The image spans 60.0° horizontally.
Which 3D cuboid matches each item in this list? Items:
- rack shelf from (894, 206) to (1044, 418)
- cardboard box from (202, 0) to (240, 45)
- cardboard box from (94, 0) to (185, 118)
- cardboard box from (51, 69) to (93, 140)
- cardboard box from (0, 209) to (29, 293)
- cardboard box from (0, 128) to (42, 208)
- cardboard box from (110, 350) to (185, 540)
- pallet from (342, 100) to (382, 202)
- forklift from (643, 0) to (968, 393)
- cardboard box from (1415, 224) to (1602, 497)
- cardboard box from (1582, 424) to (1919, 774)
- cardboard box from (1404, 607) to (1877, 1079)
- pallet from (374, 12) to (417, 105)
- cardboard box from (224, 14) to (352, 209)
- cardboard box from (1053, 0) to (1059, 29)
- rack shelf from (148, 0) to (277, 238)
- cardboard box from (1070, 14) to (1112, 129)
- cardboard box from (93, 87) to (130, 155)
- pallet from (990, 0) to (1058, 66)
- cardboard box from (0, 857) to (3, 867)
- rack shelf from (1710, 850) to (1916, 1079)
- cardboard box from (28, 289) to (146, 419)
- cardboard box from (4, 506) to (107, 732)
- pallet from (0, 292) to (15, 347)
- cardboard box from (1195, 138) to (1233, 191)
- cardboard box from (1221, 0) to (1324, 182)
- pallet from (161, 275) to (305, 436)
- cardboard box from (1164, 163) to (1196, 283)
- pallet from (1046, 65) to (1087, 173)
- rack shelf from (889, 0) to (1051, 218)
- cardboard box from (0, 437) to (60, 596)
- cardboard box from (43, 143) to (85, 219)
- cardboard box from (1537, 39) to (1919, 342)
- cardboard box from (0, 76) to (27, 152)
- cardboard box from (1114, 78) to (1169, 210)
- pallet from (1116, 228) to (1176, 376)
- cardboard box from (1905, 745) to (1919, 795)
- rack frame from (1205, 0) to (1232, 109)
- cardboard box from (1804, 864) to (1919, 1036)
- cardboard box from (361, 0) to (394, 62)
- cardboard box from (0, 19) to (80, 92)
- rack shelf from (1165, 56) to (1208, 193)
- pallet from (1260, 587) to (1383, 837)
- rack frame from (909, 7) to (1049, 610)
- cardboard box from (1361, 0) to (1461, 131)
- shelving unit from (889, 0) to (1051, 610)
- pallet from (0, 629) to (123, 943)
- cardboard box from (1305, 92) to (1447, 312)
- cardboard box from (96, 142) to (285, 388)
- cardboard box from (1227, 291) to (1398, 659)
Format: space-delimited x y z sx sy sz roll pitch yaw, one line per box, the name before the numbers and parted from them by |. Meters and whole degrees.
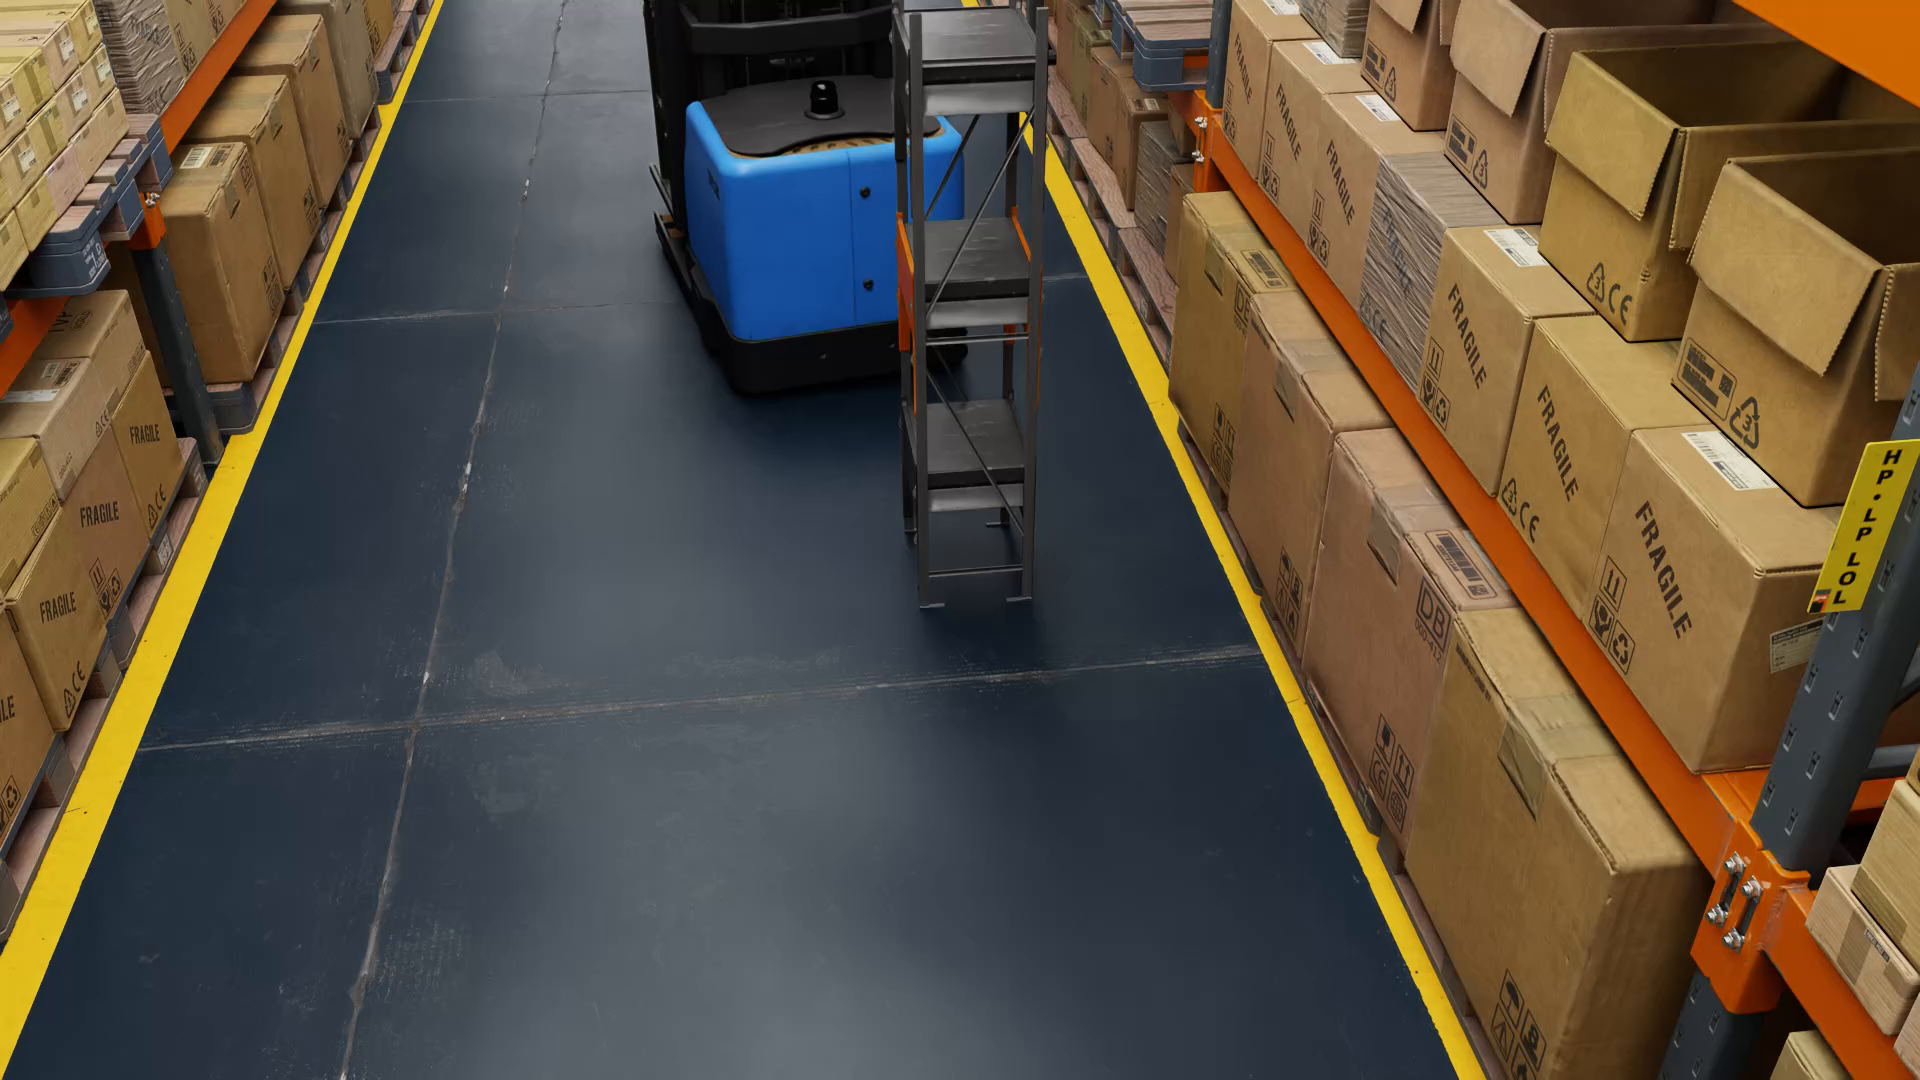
rack shelf | 0.022 -0.764 5.531 0.431 0.518 0.480 -4 35 -6
cardboard box | -3.416 -2.408 7.032 0.500 0.500 0.500 -4 35 -6
cardboard box | -3.277 -1.843 6.203 0.500 0.500 0.500 -4 34 -6
cardboard box | -2.929 -1.334 5.130 0.380 0.149 0.250 -3 34 -5
cardboard box | -2.828 -0.789 4.594 0.380 0.149 0.250 -6 35 -8
cardboard box | -2.858 -1.047 4.709 0.380 0.149 0.250 -4 35 -6
cardboard box | -3.137 -0.324 5.909 0.500 0.500 0.500 -5 35 -7
pallet | -3.844 -2.186 9.270 1.003 0.211 1.213 -4 35 -6
forklift | -0.909 -2.660 7.551 1.130 2.935 3.031 -11 36 -15
cardboard box | 1.512 -0.468 4.184 0.500 0.500 0.500 -5 35 -7
cardboard box | 1.649 0.100 3.351 0.500 0.500 0.500 -4 35 -6
cardboard box | 1.876 0.731 4.028 1.225 0.875 0.875 -4 35 -6
pallet | -4.047 -3.041 10.525 1.003 0.211 1.213 -4 35 -6
cardboard box | -3.724 -2.129 8.335 1.050 0.750 0.750 -4 35 -6
cardboard box | 0.892 -3.449 10.495 0.500 0.500 0.500 -5 35 -8
rack shelf | -3.753 -2.350 7.673 1.077 0.370 4.000 -4 35 -6
cardboard box | 1.013 -2.620 9.259 0.700 0.500 0.500 -5 35 -7
cardboard box | -2.963 -1.360 5.433 0.380 0.149 0.250 -4 34 -6
pallet | 0.781 -3.302 10.908 1.003 0.211 1.213 -4 35 -6
cardboard box | -2.856 0.833 4.211 0.500 0.500 0.500 -3 34 -4
rack shelf | 2.251 1.795 1.591 1.077 0.370 4.000 -4 35 -6
cardboard box | -3.133 -0.620 5.677 0.500 0.250 0.500 -5 35 -8
cardboard box | -2.984 0.260 5.052 0.500 0.500 0.500 -6 35 -9
pallet | -3.178 -0.350 4.271 1.003 0.211 1.213 -4 35 -6
cardboard box | 1.324 -1.681 7.216 0.500 0.250 0.500 -3 34 -4
cardboard box | 1.240 -1.600 5.845 0.500 0.500 0.500 -3 34 -5
pallet | -3.516 -0.824 7.272 1.003 0.211 1.213 -4 35 -6
cardboard box | 1.334 -1.372 7.428 0.700 0.500 0.500 -6 35 -9
pallet | 1.012 -2.496 9.725 1.003 0.211 1.213 -4 35 -6
rack shelf | 0.022 -1.342 5.137 0.431 0.518 0.480 -4 35 -6
cardboard box | -3.001 -0.054 4.847 0.500 0.250 0.500 -4 34 -5
cardboard box | -2.896 -1.078 5.019 0.380 0.149 0.250 -4 34 -6
cardboard box | 1.807 -0.814 3.801 0.797 0.503 0.637 -4 34 -6
cardboard box | -2.858 -1.173 4.629 0.380 0.149 0.250 -3 34 -5
cardboard box | 1.164 -1.996 8.344 0.700 0.500 0.500 -2 34 -2
pallet | 1.340 -1.134 7.727 1.003 0.211 1.213 -4 35 -6
cardboard box | 1.793 0.298 2.353 0.500 0.500 0.500 -4 35 -6
rack frame | 1.444 -1.850 6.302 1.000 3.000 0.127 -4 35 -6
cardboard box | 1.692 0.676 2.818 0.380 0.149 0.250 -4 35 -6
cardboard box | -4.038 -3.415 10.111 0.875 0.875 0.875 -4 34 -6
cardboard box | -2.933 -1.468 5.062 0.380 0.149 0.250 -5 35 -7
rack shelf | 1.175 -2.669 8.142 1.077 0.370 4.000 -4 35 -6
pallet | 1.636 0.427 5.436 1.003 0.211 1.213 -4 35 -6
rack frame | 0.055 -0.639 5.323 0.400 2.100 0.015 -4 35 -6
cardboard box | 1.611 -1.533 4.857 0.797 0.503 0.637 -4 34 -5
shelving unit | 0.022 -0.775 5.523 0.431 2.100 0.503 -4 35 -6
pallet | -3.220 0.737 4.982 1.003 0.211 1.213 -4 35 -6
cardboard box | 1.384 -1.027 5.004 0.500 0.500 0.500 -5 35 -7
cardboard box | -3.477 -1.122 6.857 1.050 0.750 0.750 -5 35 -7
cardboard box | 1.628 -0.261 5.484 1.225 0.875 0.875 -4 35 -6
